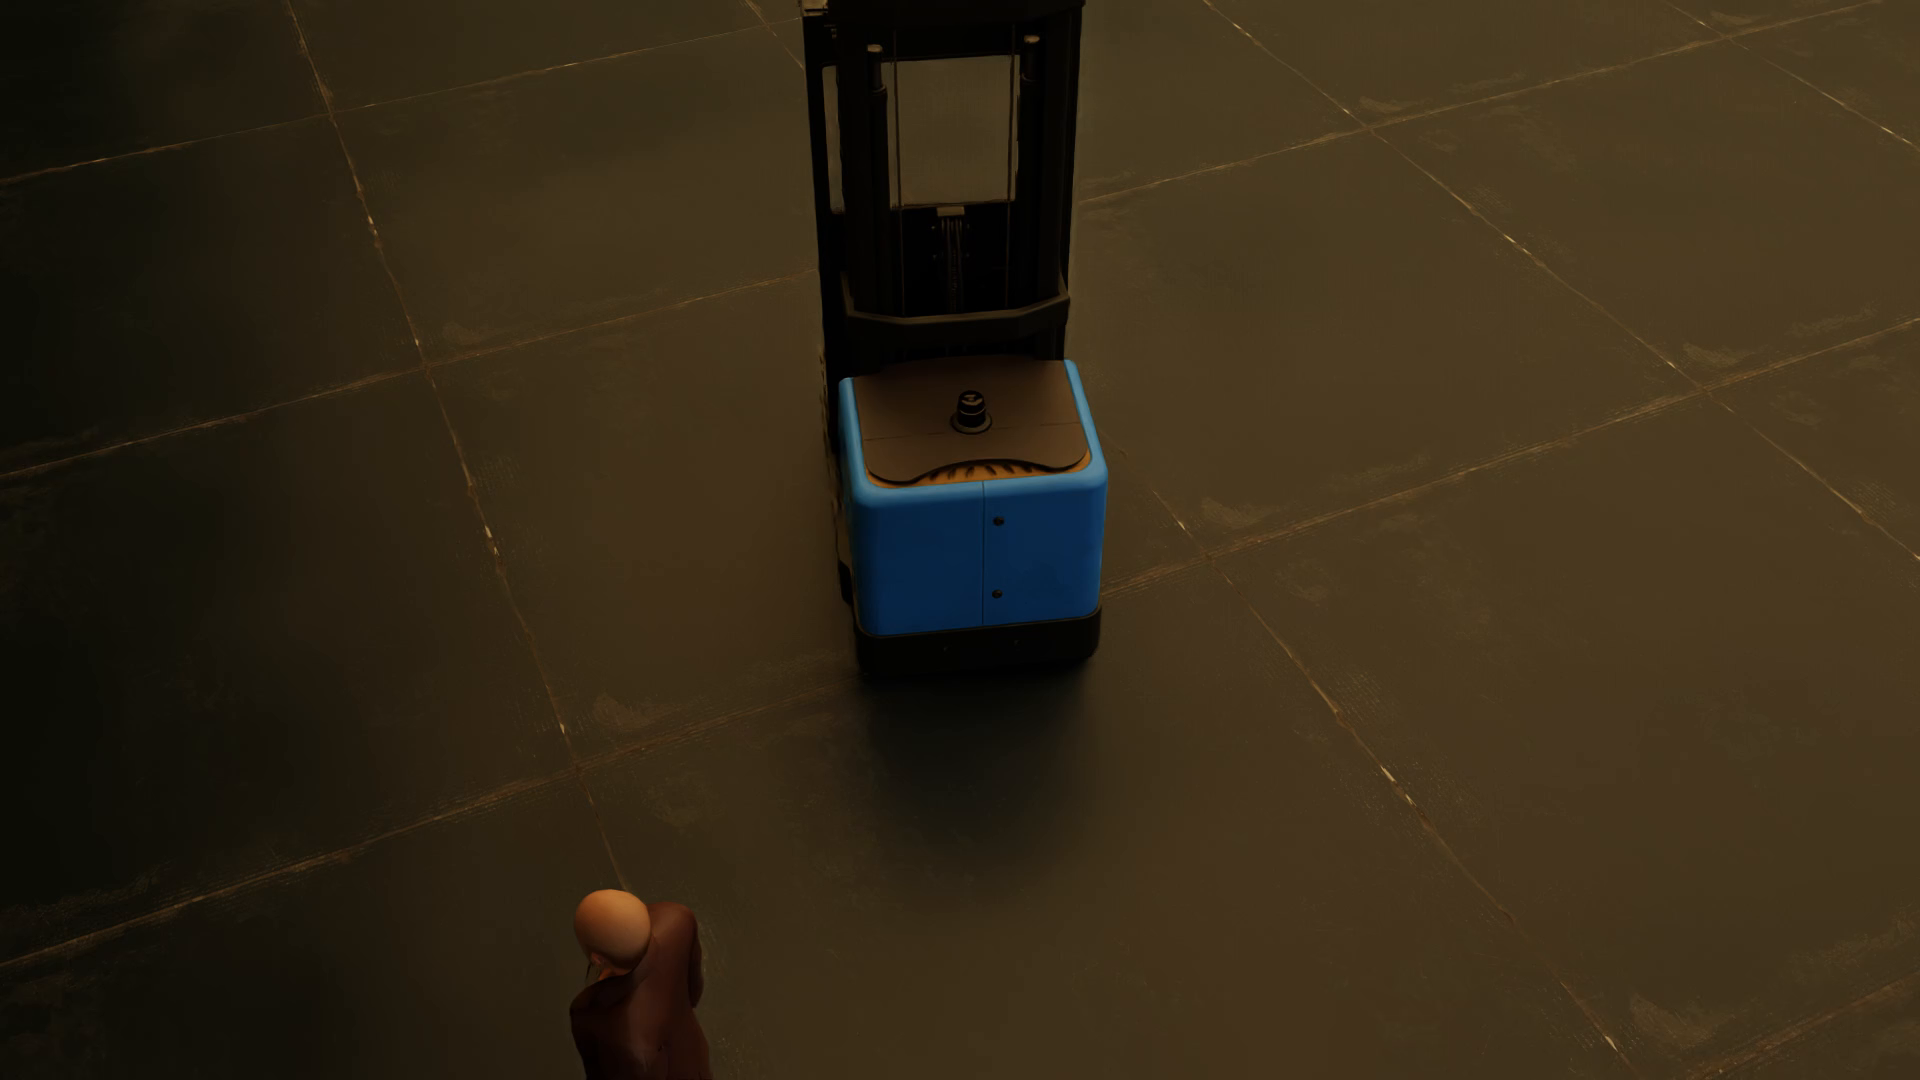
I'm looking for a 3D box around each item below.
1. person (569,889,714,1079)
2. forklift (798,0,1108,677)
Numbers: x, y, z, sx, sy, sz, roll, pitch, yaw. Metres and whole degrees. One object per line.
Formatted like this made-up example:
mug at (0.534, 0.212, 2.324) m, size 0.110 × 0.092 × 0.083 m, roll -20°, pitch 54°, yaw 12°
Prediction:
person at (-0.942, 1.561, 4.850) m, size 0.421 × 1.782 × 0.643 m, roll 4°, pitch 43°, yaw 4°
forklift at (-0.103, -1.497, 7.285) m, size 1.130 × 2.935 × 3.031 m, roll -5°, pitch 43°, yaw -6°
